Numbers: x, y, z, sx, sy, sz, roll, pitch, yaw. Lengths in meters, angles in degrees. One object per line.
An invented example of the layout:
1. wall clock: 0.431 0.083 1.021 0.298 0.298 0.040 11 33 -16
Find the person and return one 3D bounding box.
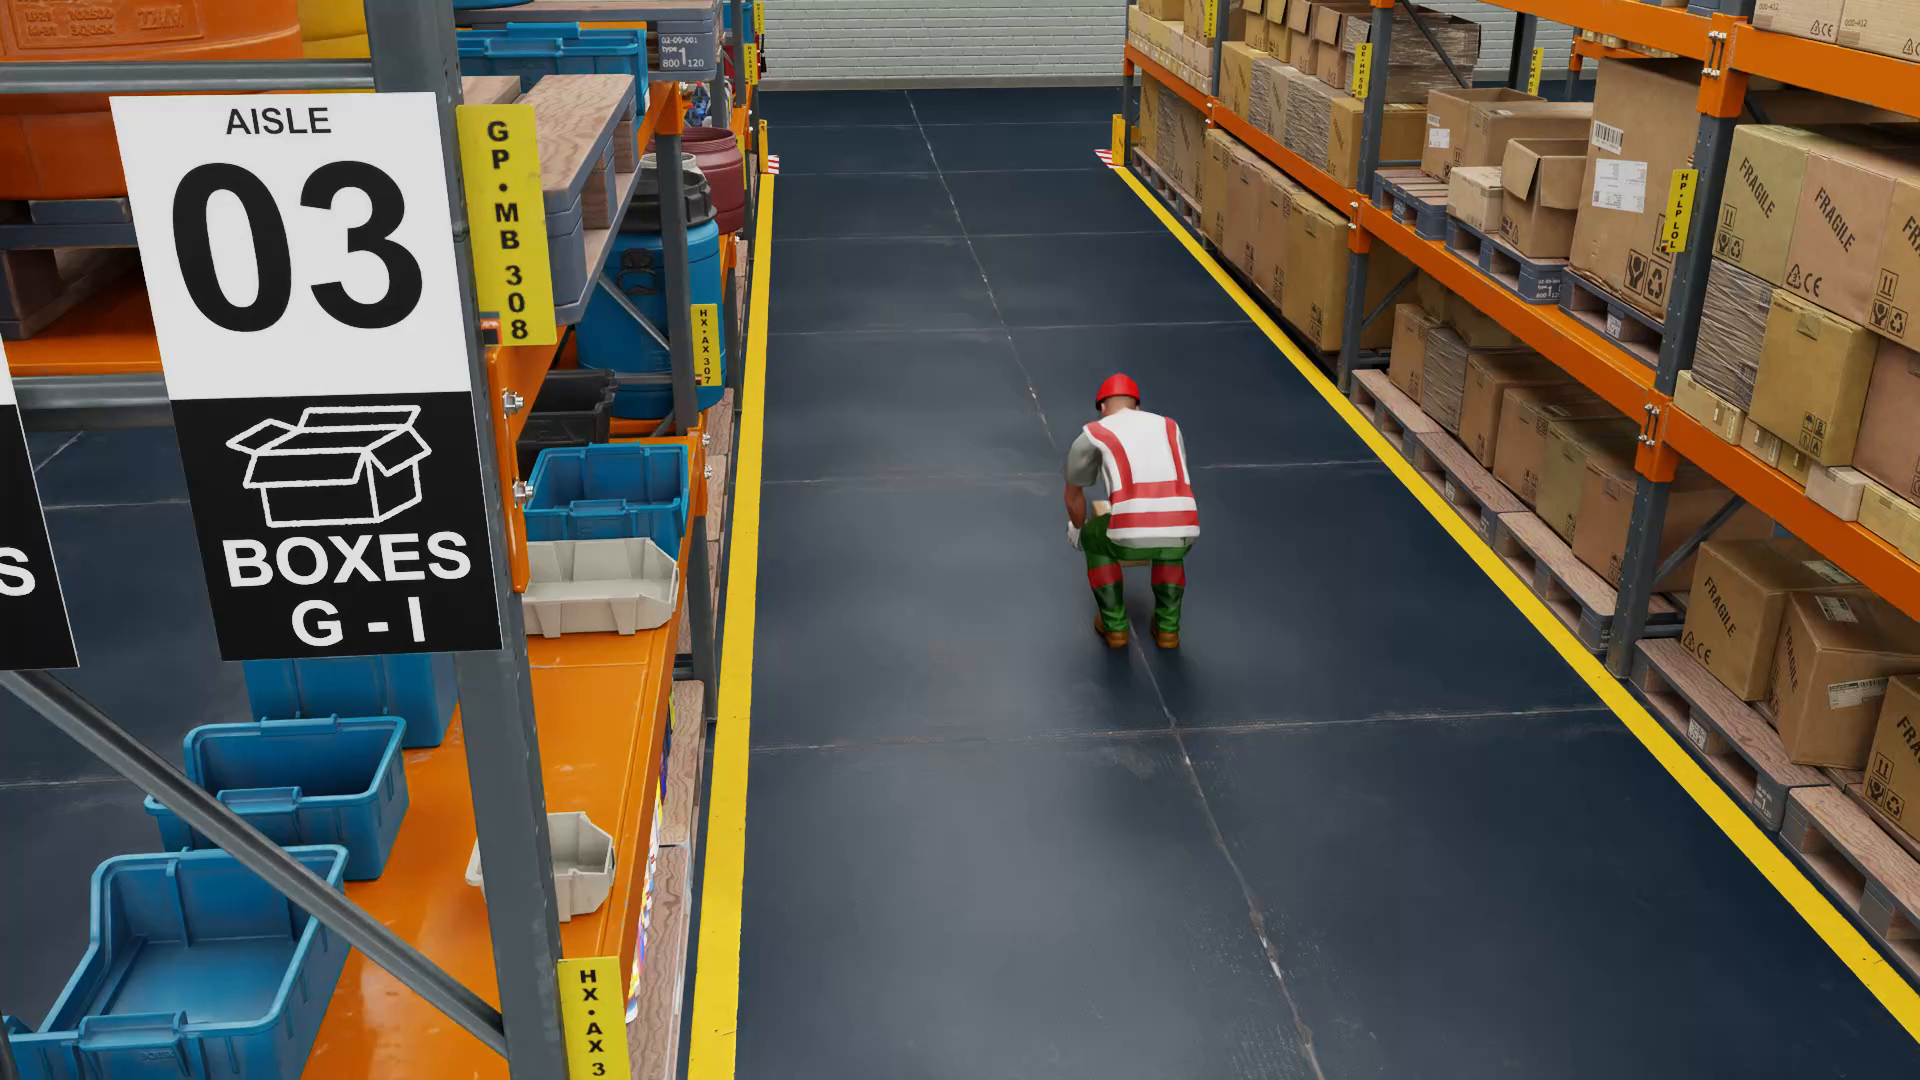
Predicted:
1. person: 0.782 -0.112 7.618 0.583 1.161 0.850 -2 24 -5
